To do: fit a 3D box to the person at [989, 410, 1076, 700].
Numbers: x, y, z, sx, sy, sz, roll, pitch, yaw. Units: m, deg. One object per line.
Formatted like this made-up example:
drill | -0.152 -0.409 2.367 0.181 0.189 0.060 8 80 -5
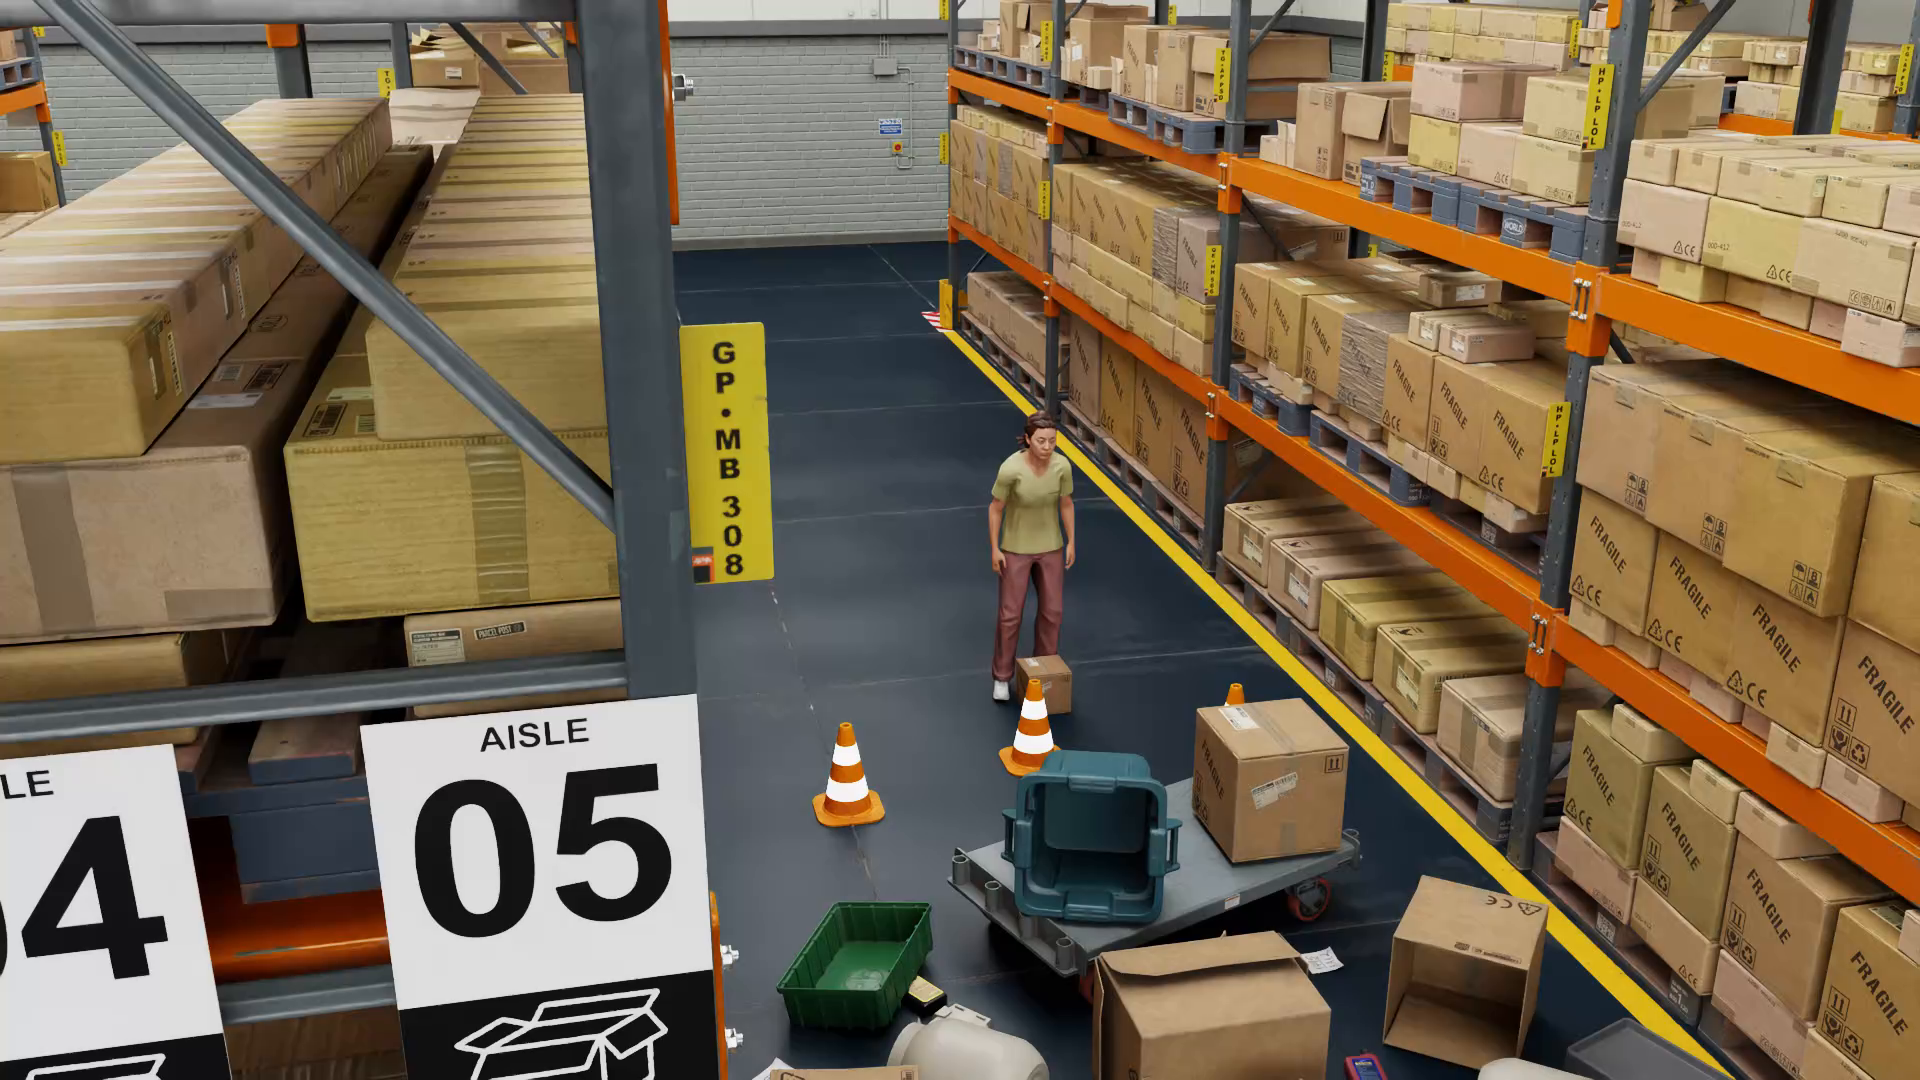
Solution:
person | 0.412 0.070 9.377 0.512 1.673 0.348 -5 20 -14
